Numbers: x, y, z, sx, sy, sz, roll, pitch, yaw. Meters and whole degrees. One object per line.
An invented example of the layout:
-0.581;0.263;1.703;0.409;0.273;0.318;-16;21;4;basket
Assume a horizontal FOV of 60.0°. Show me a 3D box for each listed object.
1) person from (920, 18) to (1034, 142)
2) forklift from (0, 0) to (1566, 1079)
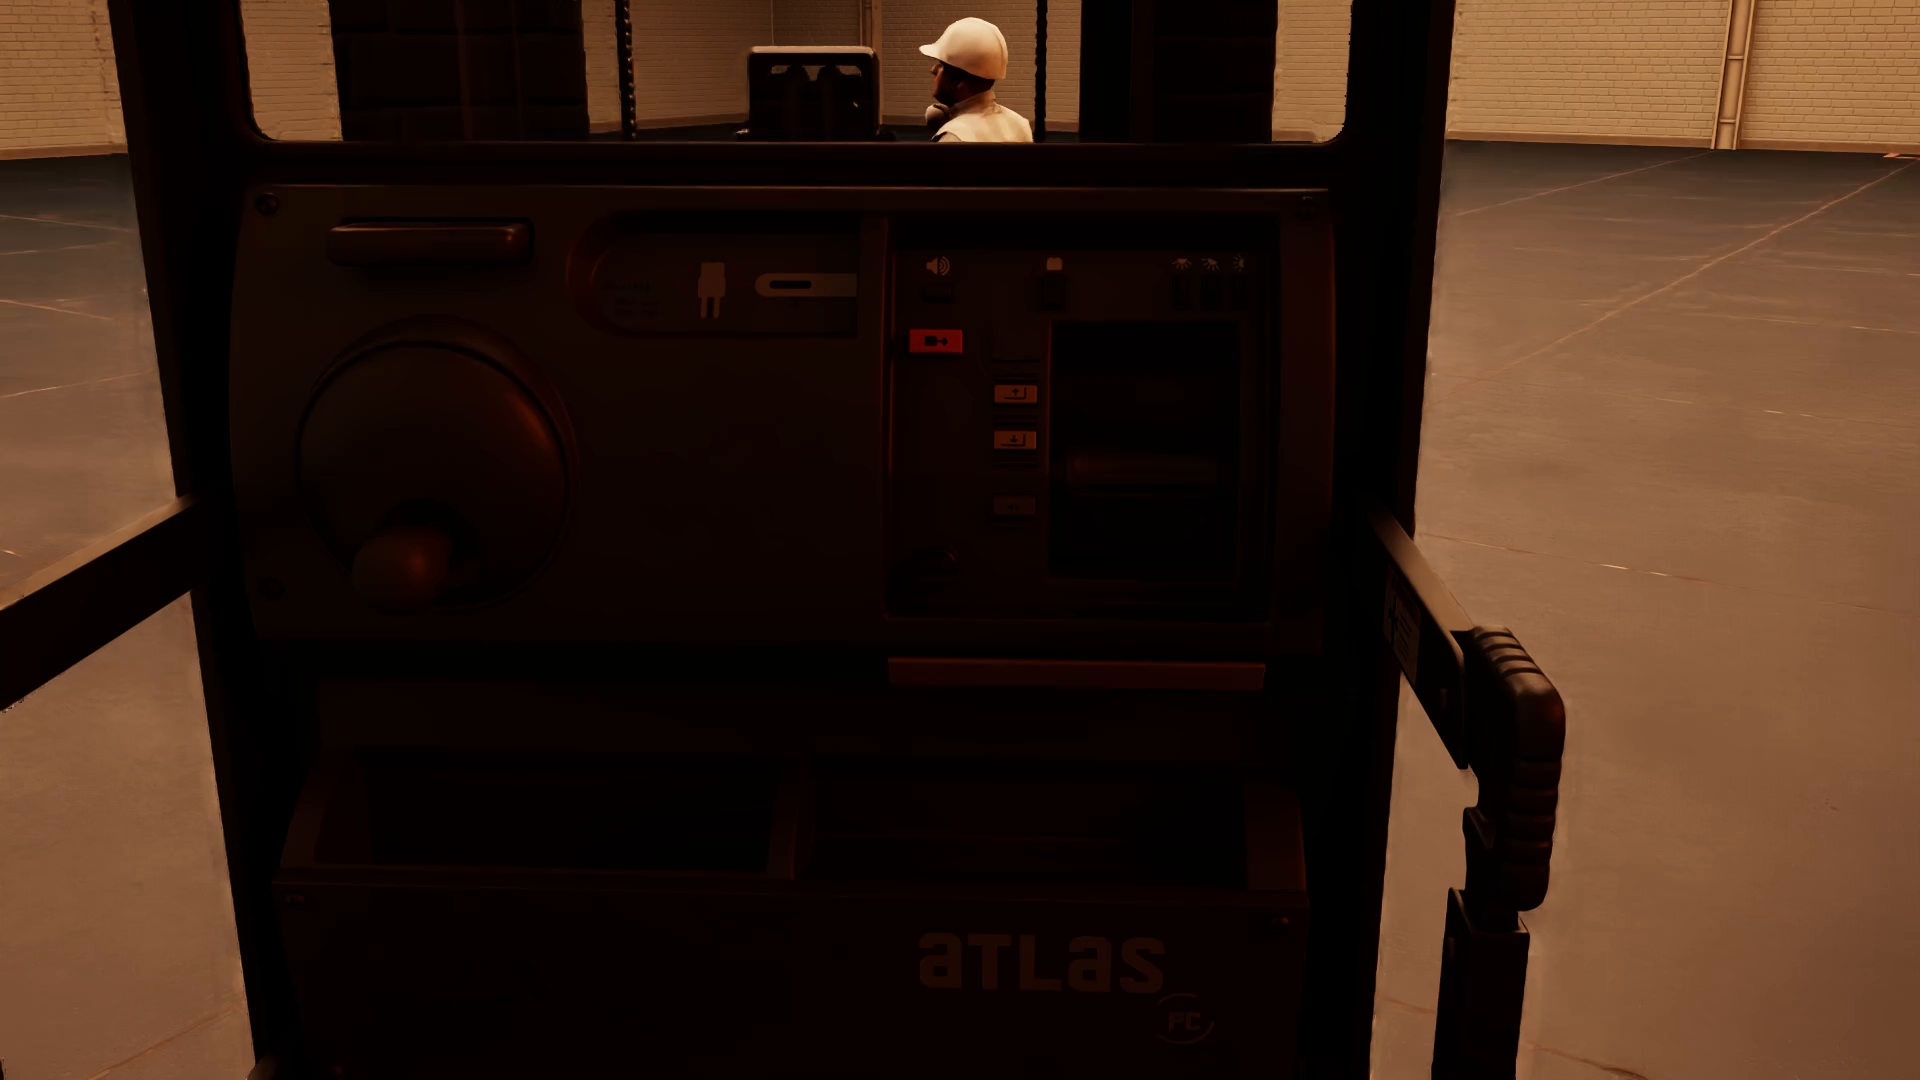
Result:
-0.045;-0.870;5.736;0.566;1.775;0.625;11;20;33;person
-0.162;-0.112;1.208;1.130;2.935;3.031;1;17;3;forklift
